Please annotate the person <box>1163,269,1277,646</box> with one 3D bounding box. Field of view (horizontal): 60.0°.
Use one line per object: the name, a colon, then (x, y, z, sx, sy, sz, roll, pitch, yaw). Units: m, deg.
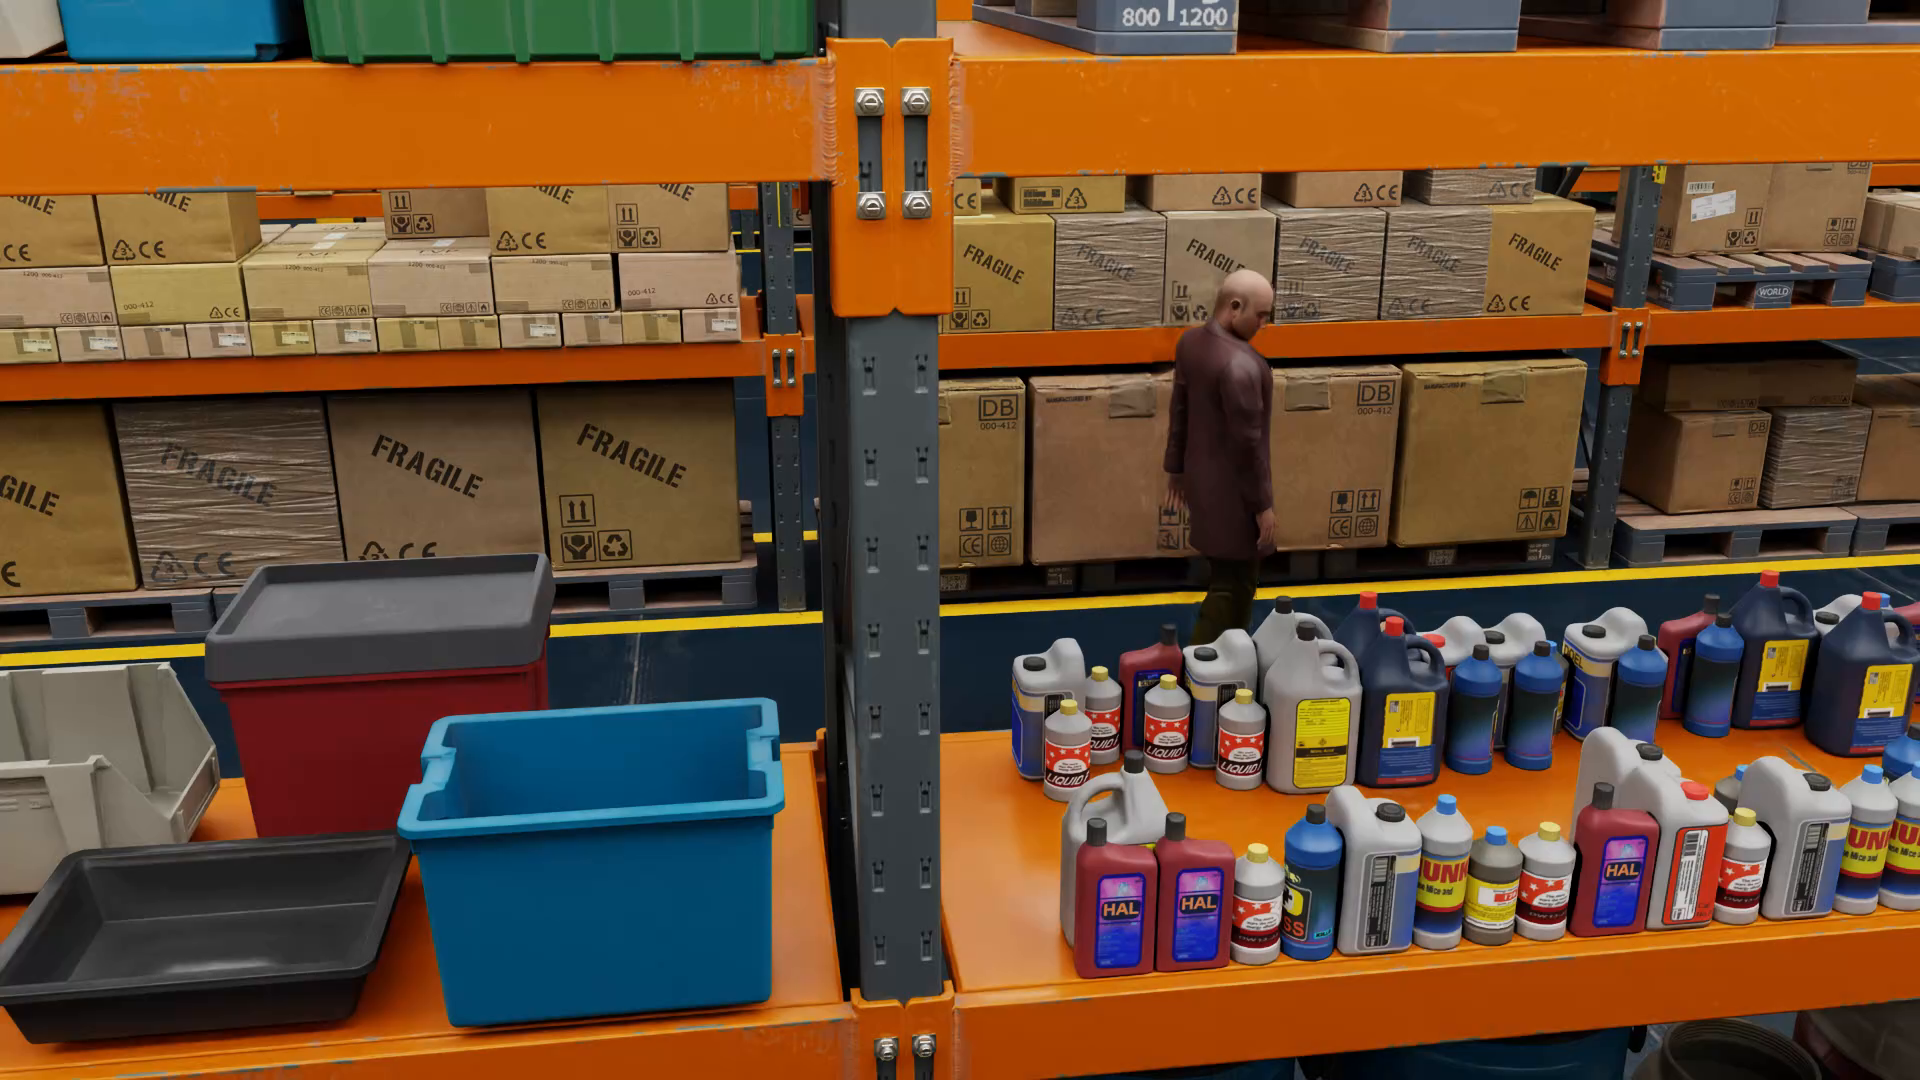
person: (1.116, -0.169, 6.579, 0.527, 1.824, 0.625, -6, 21, -17)
